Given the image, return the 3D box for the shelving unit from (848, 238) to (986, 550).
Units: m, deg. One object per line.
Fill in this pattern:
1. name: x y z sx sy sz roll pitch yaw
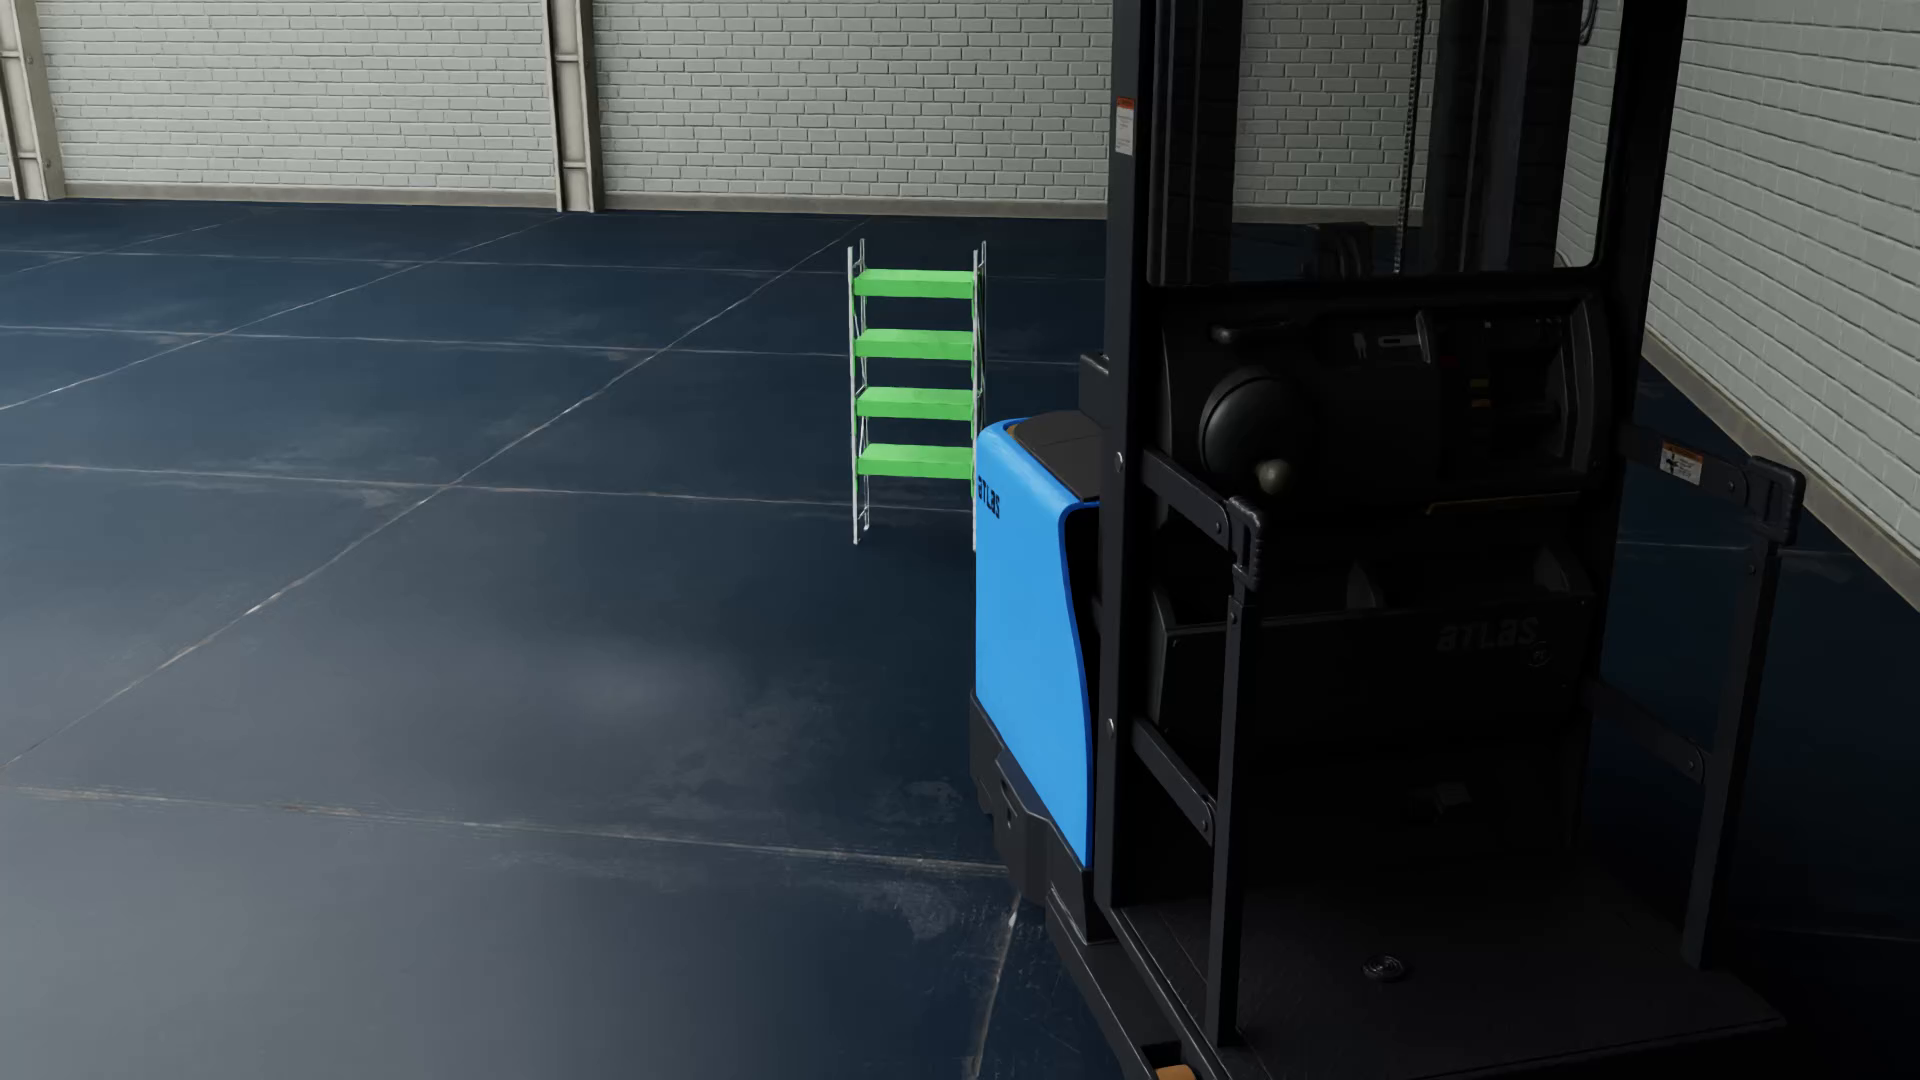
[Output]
1. shelving unit: -0.163 -0.577 6.638 0.503 1.200 0.258 3 19 9

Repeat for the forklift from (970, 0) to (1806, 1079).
1. forklift: 0.881 -0.272 2.998 1.130 2.935 3.031 -5 19 -13

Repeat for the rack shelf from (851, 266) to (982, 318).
1. rack shelf: -0.163 -0.972 6.506 0.480 0.148 0.258 3 19 9

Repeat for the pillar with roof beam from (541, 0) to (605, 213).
1. pillar with roof beam: -4.488 -6.234 11.252 0.400 9.000 9.100 3 19 9

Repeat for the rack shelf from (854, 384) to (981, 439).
1. rack shelf: -0.163 -0.517 6.658 0.480 0.148 0.258 3 19 9

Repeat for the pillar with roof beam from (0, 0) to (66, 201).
1. pillar with roof beam: -10.412 -6.536 12.155 0.400 9.000 9.100 3 19 9

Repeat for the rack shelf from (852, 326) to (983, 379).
1. rack shelf: -0.163 -0.744 6.582 0.480 0.148 0.258 3 19 9

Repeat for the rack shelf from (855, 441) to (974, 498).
1. rack shelf: -0.163 -0.289 6.734 0.480 0.148 0.258 3 19 9

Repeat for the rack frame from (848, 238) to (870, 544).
1. rack frame: -0.404 -0.590 6.674 0.015 1.200 0.240 3 19 9

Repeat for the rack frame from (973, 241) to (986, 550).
1. rack frame: 0.077 -0.565 6.601 0.015 1.200 0.240 3 19 9

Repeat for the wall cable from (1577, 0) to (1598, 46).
1. wall cable: 4.818 -5.245 13.192 0.112 2.526 3.097 3 19 9
